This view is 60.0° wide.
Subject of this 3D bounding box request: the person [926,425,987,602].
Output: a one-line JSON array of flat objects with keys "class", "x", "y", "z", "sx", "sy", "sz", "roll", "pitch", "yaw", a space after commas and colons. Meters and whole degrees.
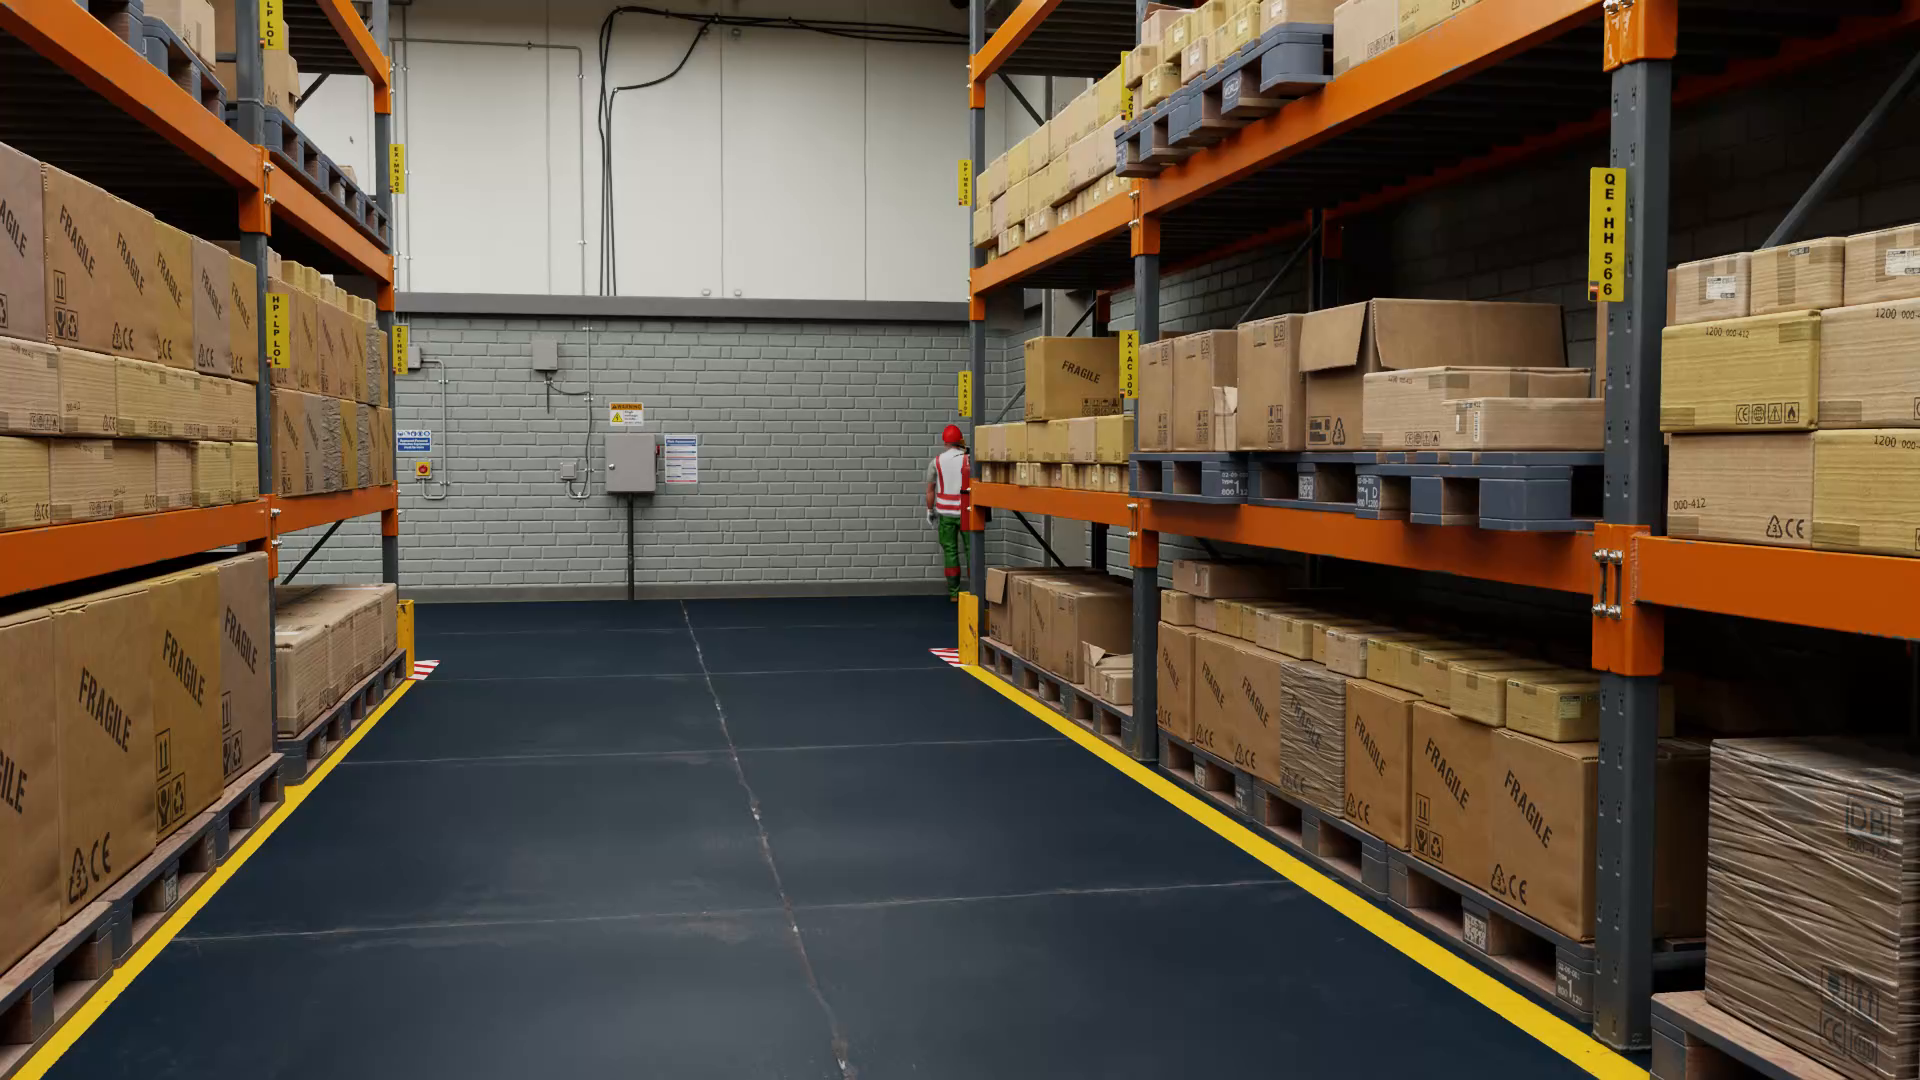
[{"class": "person", "x": -0.014, "y": -0.271, "z": 16.851, "sx": 0.633, "sy": 1.789, "sz": 0.557, "roll": 0, "pitch": 3, "yaw": 9}]
